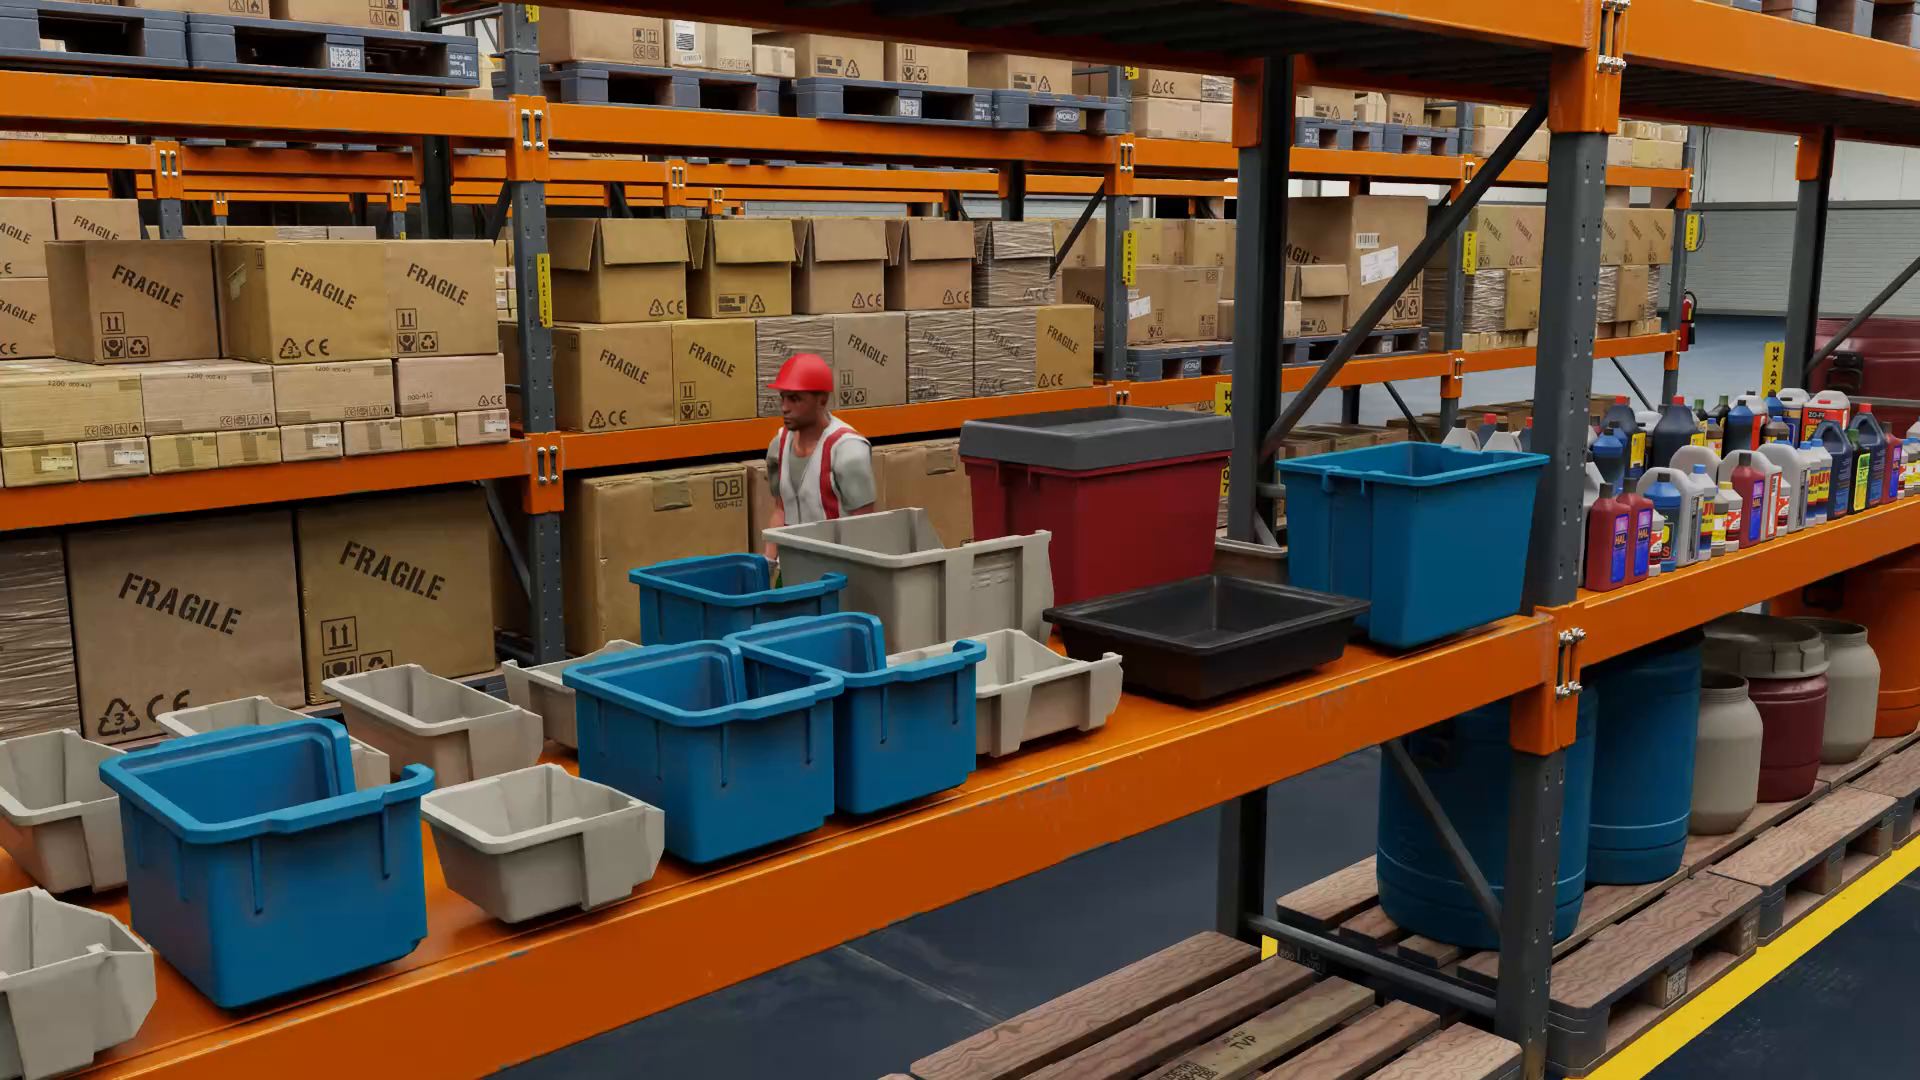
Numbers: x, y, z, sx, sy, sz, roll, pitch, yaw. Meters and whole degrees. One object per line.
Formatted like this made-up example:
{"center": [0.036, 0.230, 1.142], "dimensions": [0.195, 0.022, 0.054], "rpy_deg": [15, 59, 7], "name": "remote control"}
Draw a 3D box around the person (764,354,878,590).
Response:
{"center": [-0.566, 0.165, 6.475], "dimensions": [0.568, 1.781, 0.435], "rpy_deg": [10, 14, 44], "name": "person"}
